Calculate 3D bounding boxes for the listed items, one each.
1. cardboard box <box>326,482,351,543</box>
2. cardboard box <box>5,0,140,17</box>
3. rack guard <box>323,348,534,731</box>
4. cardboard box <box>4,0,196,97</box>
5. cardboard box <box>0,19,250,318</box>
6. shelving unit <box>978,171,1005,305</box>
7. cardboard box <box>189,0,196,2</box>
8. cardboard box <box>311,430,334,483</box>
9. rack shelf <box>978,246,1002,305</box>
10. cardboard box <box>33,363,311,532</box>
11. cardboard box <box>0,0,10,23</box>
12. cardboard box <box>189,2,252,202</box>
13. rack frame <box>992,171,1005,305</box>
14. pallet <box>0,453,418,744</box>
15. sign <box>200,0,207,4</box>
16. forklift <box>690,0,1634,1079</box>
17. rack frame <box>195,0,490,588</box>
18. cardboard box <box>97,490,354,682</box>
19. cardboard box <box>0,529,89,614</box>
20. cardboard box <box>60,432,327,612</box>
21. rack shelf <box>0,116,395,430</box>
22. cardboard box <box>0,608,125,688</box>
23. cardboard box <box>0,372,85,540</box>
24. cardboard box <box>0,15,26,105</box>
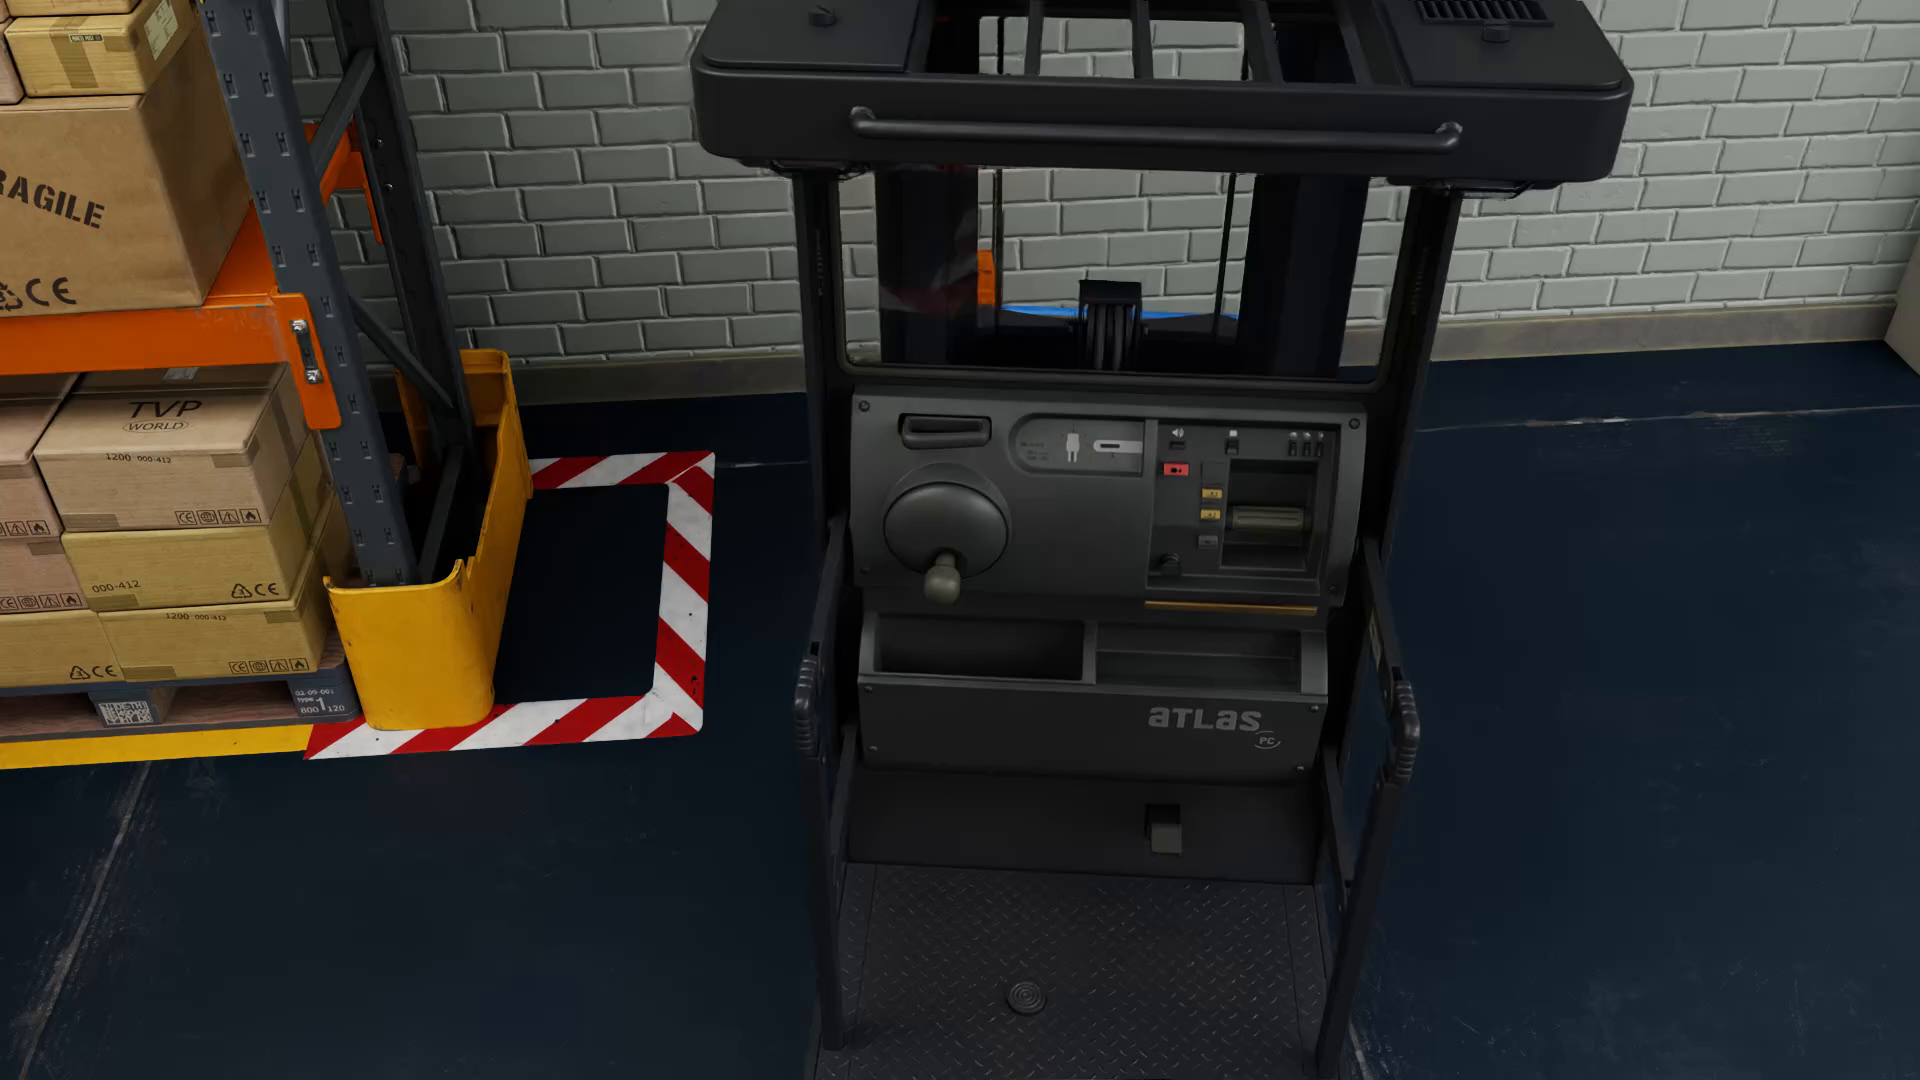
[{"bbox_3d":[-2.058,-0.195,4.957,0.500,0.250,0.500,-3,38,-4],"label":"cardboard box"},{"bbox_3d":[-1.890,-1.277,3.602,0.250,0.149,0.380,-3,38,-4],"label":"cardboard box"},{"bbox_3d":[-1.527,-0.036,4.892,0.348,0.500,1.175,-3,38,-4],"label":"rack guard"},{"bbox_3d":[-1.872,-1.118,3.641,0.250,0.149,0.380,-3,38,-3],"label":"cardboard box"},{"bbox_3d":[-2.018,-0.866,3.846,0.500,0.500,0.500,-4,38,-5],"label":"cardboard box"},{"bbox_3d":[0.014,-0.472,4.879,0.189,1.200,0.258,-3,38,-4],"label":"shelving unit"},{"bbox_3d":[-1.912,-1.451,4.064,0.250,0.149,0.380,-4,38,-5],"label":"cardboard box"},{"bbox_3d":[-2.038,-0.400,4.813,0.500,0.250,0.500,-2,38,-3],"label":"cardboard box"},{"bbox_3d":[0.014,-0.720,4.684,0.180,0.103,0.258,-3,38,-4],"label":"rack shelf"},{"bbox_3d":[-1.982,-0.276,4.252,0.500,0.250,0.500,-2,38,-2],"label":"cardboard box"},{"bbox_3d":[-2.132,-1.244,3.561,0.250,0.149,0.380,-3,38,-4],"label":"cardboard box"},{"bbox_3d":[-2.069,-1.200,4.268,0.500,0.500,0.500,-2,38,-3],"label":"cardboard box"},{"bbox_3d":[0.106,-0.477,4.886,0.006,1.200,0.240,-3,38,-4],"label":"rack frame"},{"bbox_3d":[-2.309,0.146,4.894,1.213,0.211,1.003,-3,38,-4],"label":"pallet"},{"bbox_3d":[-1.517,-1.228,3.259,0.005,0.325,0.100,-3,38,-4],"label":"sign"},{"bbox_3d":[0.253,0.003,2.879,1.130,2.935,3.031,2,38,3],"label":"forklift"},{"bbox_3d":[-1.551,-1.016,4.116,0.127,3.000,1.000,-3,38,-4],"label":"rack frame"},{"bbox_3d":[-1.991,0.119,4.558,0.500,0.250,0.500,-3,38,-4],"label":"cardboard box"},{"bbox_3d":[-2.509,-0.057,4.378,0.500,0.250,0.500,-3,38,-4],"label":"cardboard box"},{"bbox_3d":[-2.009,-0.078,4.405,0.500,0.250,0.500,-4,38,-5],"label":"cardboard box"},{"bbox_3d":[-3.544,-0.624,4.200,4.000,0.370,1.077,-3,38,-4],"label":"rack shelf"},{"bbox_3d":[-2.488,0.141,4.531,0.500,0.250,0.500,-3,38,-4],"label":"cardboard box"},{"bbox_3d":[-2.491,-0.245,4.212,0.500,0.250,0.500,-2,38,-3],"label":"cardboard box"},{"bbox_3d":[-2.124,-1.086,3.600,0.250,0.149,0.380,-3,38,-3],"label":"cardboard box"}]
